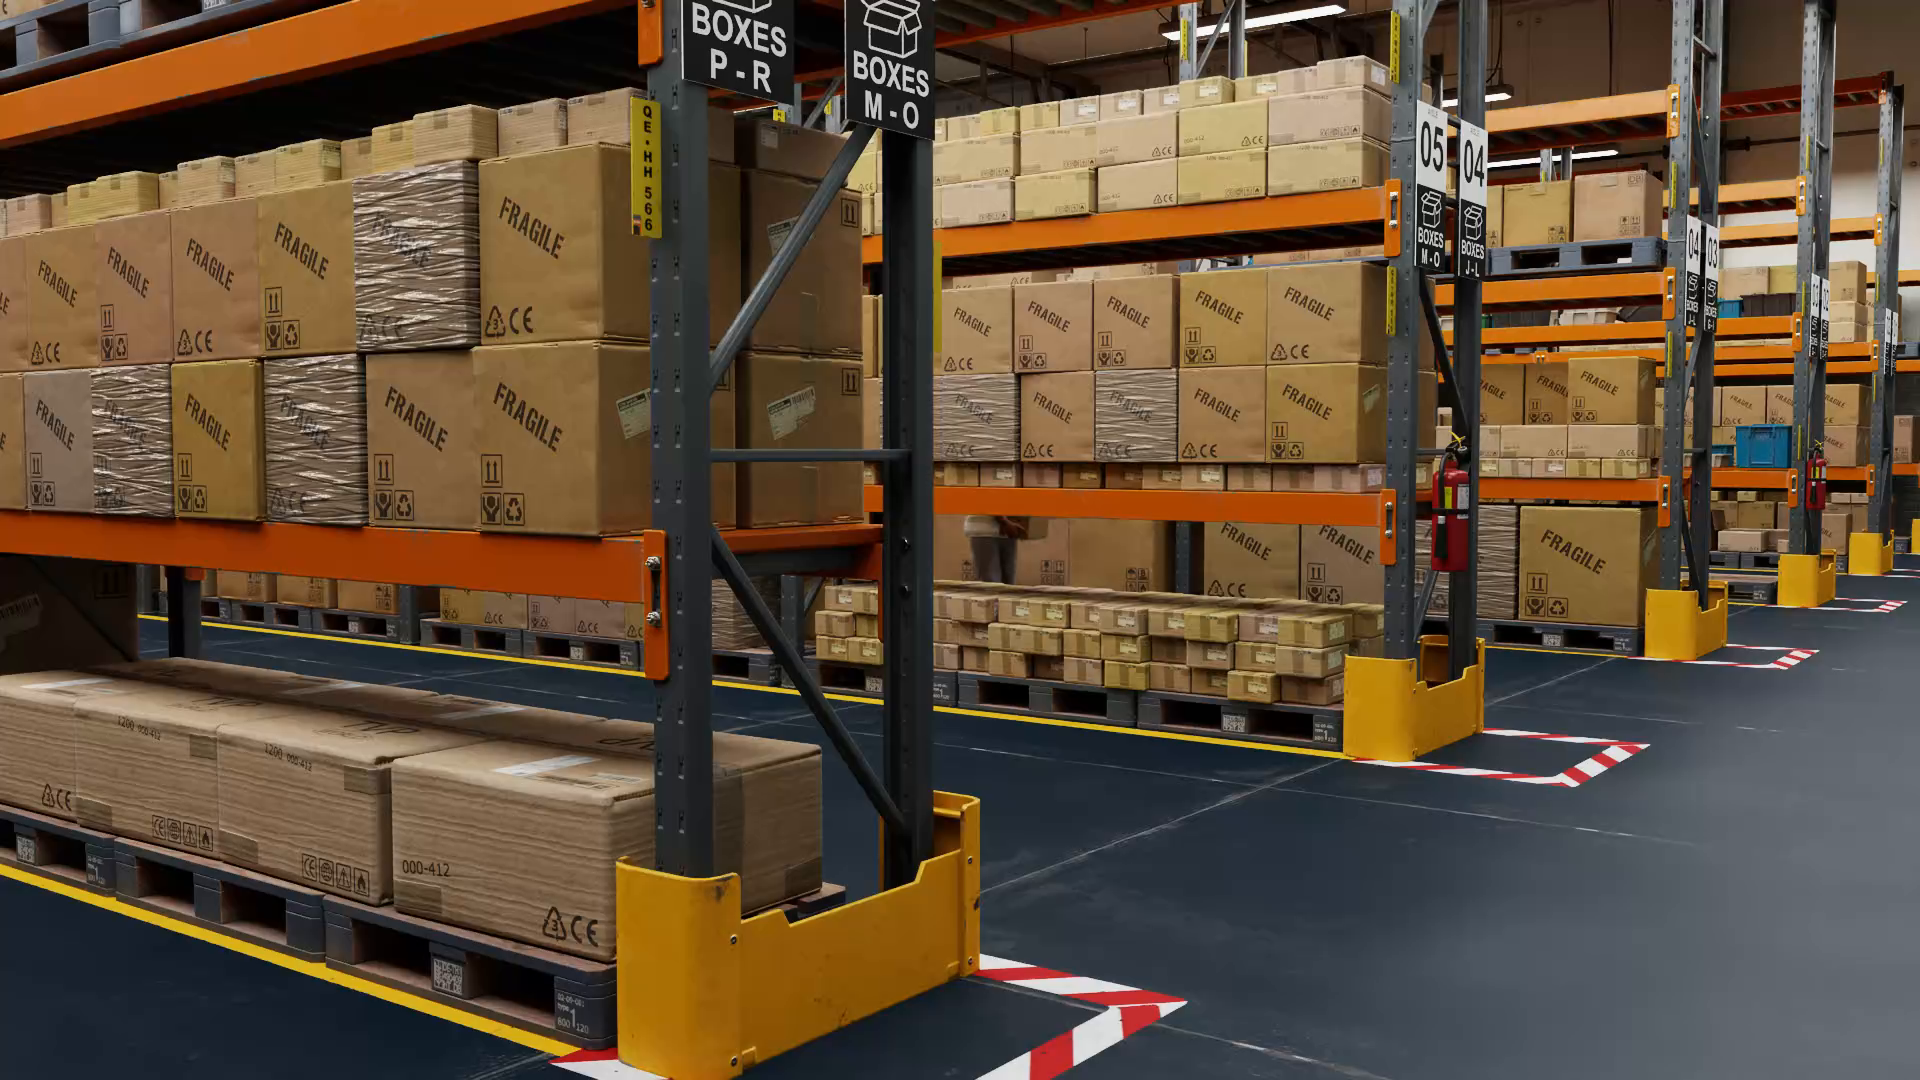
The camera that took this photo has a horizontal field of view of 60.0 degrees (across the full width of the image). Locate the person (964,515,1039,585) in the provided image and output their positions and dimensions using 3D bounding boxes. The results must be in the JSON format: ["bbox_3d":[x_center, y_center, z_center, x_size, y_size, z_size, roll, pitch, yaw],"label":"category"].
[{"bbox_3d":[0.321,-0.016,11.997,0.573,1.767,0.521,2,4,36],"label":"person"}]
